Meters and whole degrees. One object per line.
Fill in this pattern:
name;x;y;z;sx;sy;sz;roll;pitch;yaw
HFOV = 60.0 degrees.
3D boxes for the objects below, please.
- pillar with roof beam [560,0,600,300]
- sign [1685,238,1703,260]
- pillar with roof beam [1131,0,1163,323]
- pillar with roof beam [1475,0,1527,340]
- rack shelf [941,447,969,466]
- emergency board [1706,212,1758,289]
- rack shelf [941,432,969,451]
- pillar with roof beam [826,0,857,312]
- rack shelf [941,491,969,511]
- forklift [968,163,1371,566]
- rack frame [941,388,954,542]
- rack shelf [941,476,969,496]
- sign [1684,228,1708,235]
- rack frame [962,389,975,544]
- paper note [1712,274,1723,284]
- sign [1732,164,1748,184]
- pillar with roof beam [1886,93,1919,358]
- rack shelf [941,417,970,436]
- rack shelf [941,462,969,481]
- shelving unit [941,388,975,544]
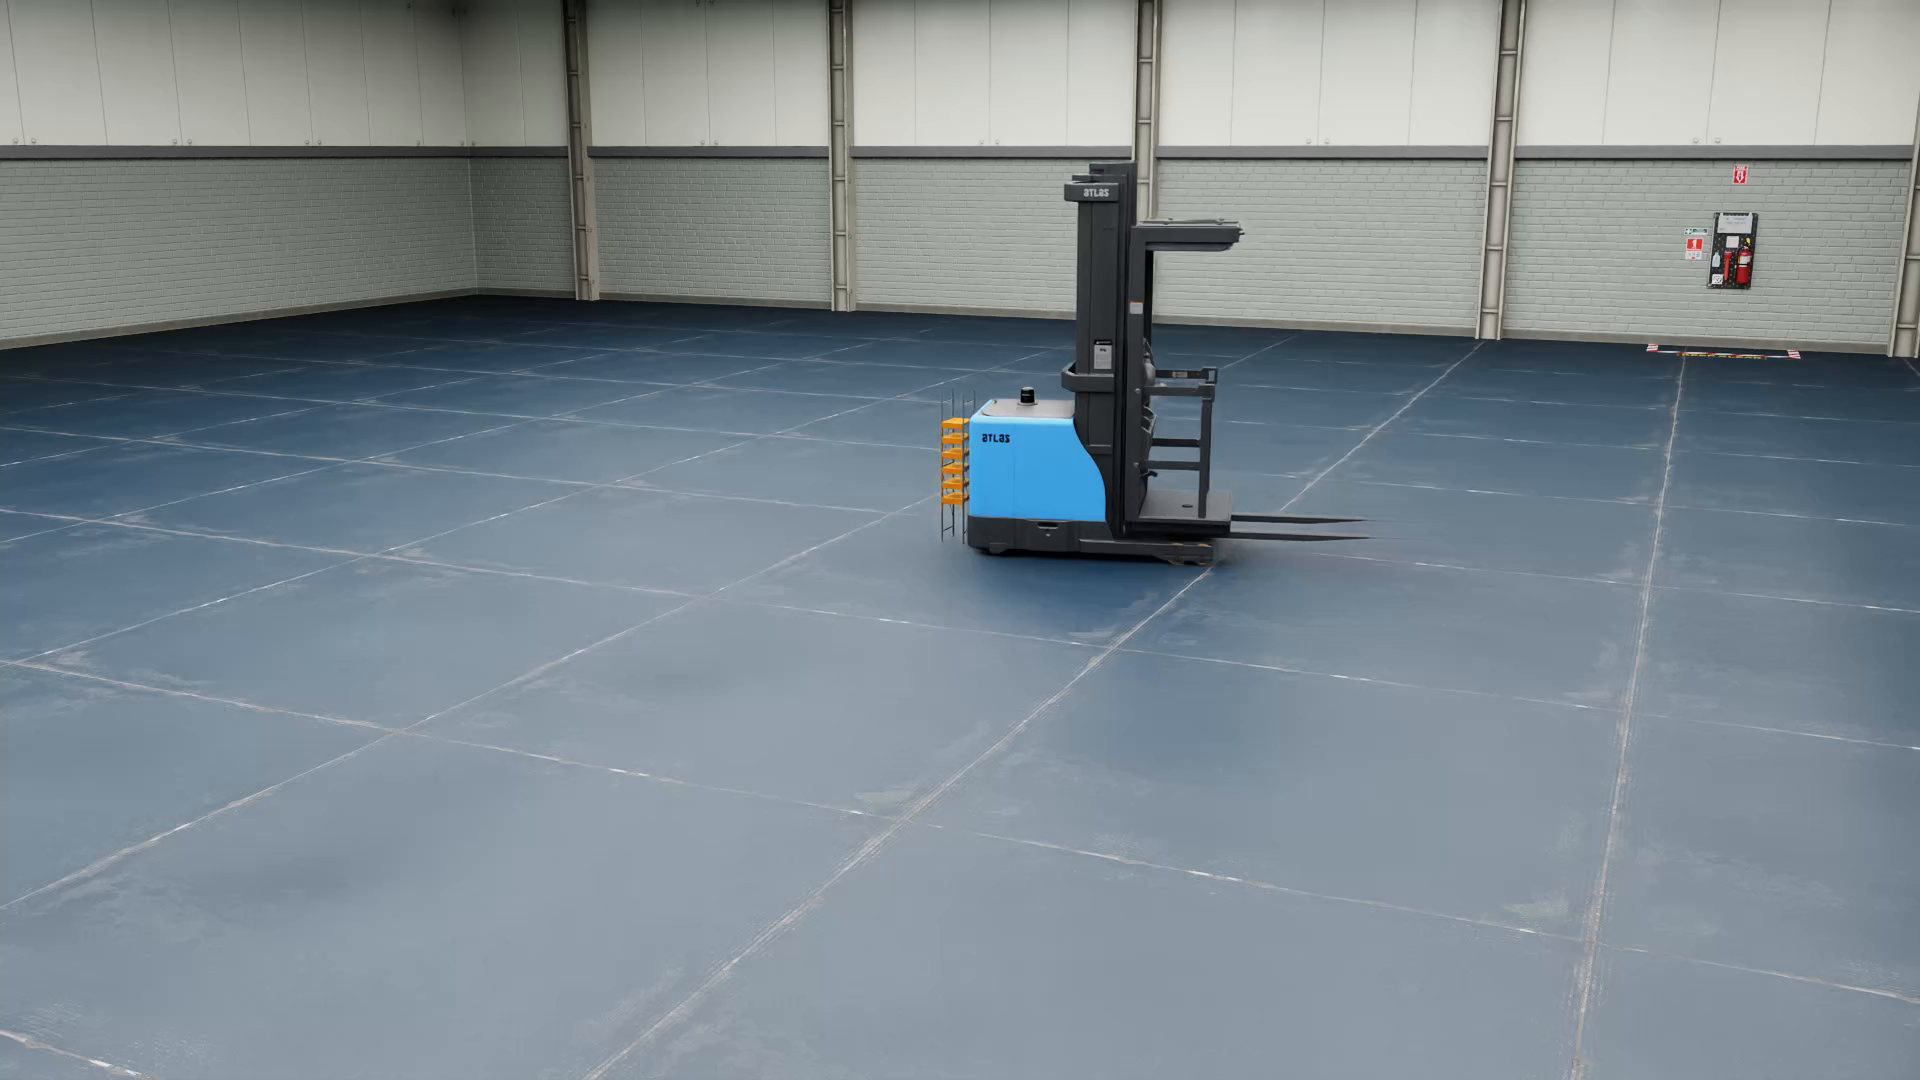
pillar with roof beam;-9.472;-8.479;29.692;0.400;9.000;9.100;6;14;23
sign;11.507;-4.564;26.060;0.234;0.329;0.001;6;14;23
pillar with roof beam;1.499;-7.369;24.960;0.400;9.000;9.100;6;14;23
pillar with roof beam;6.985;-6.814;22.594;0.400;9.000;9.100;6;14;23
rack shelf;-0.013;-0.659;13.106;0.180;0.103;0.258;6;14;23
emergency board;11.971;-4.474;25.754;0.643;1.169;0.194;6;14;23
rack shelf;-0.013;-0.776;13.079;0.180;0.103;0.258;6;14;23
pillar with roof beam;-3.987;-7.924;27.326;0.400;9.000;9.100;6;14;23
rack shelf;-0.013;-0.309;13.188;0.180;0.103;0.258;6;14;23
forklift;1.623;-1.363;12.648;3.031;2.935;1.130;2;13;9
rack frame;-0.097;-0.594;13.160;0.006;1.200;0.240;6;14;23
rack shelf;-0.013;-0.425;13.161;0.180;0.103;0.258;6;14;23
sign;11.507;-4.819;25.989;0.331;0.109;0.001;6;14;23
rack frame;0.070;-0.577;13.087;0.006;1.200;0.240;6;14;23
paper note;11.837;-4.076;25.986;0.142;0.148;0.016;6;14;23
sign;12.004;-5.624;25.581;0.199;0.298;0.001;6;14;23
pillar with roof beam;12.471;-6.259;20.228;0.400;9.000;9.100;6;14;23
rack shelf;-0.013;-0.893;13.051;0.180;0.103;0.258;6;14;23
rack shelf;-0.013;-0.542;13.134;0.180;0.103;0.258;6;14;23
shelving unit;-0.013;-0.585;13.123;0.189;1.200;0.258;6;14;23
